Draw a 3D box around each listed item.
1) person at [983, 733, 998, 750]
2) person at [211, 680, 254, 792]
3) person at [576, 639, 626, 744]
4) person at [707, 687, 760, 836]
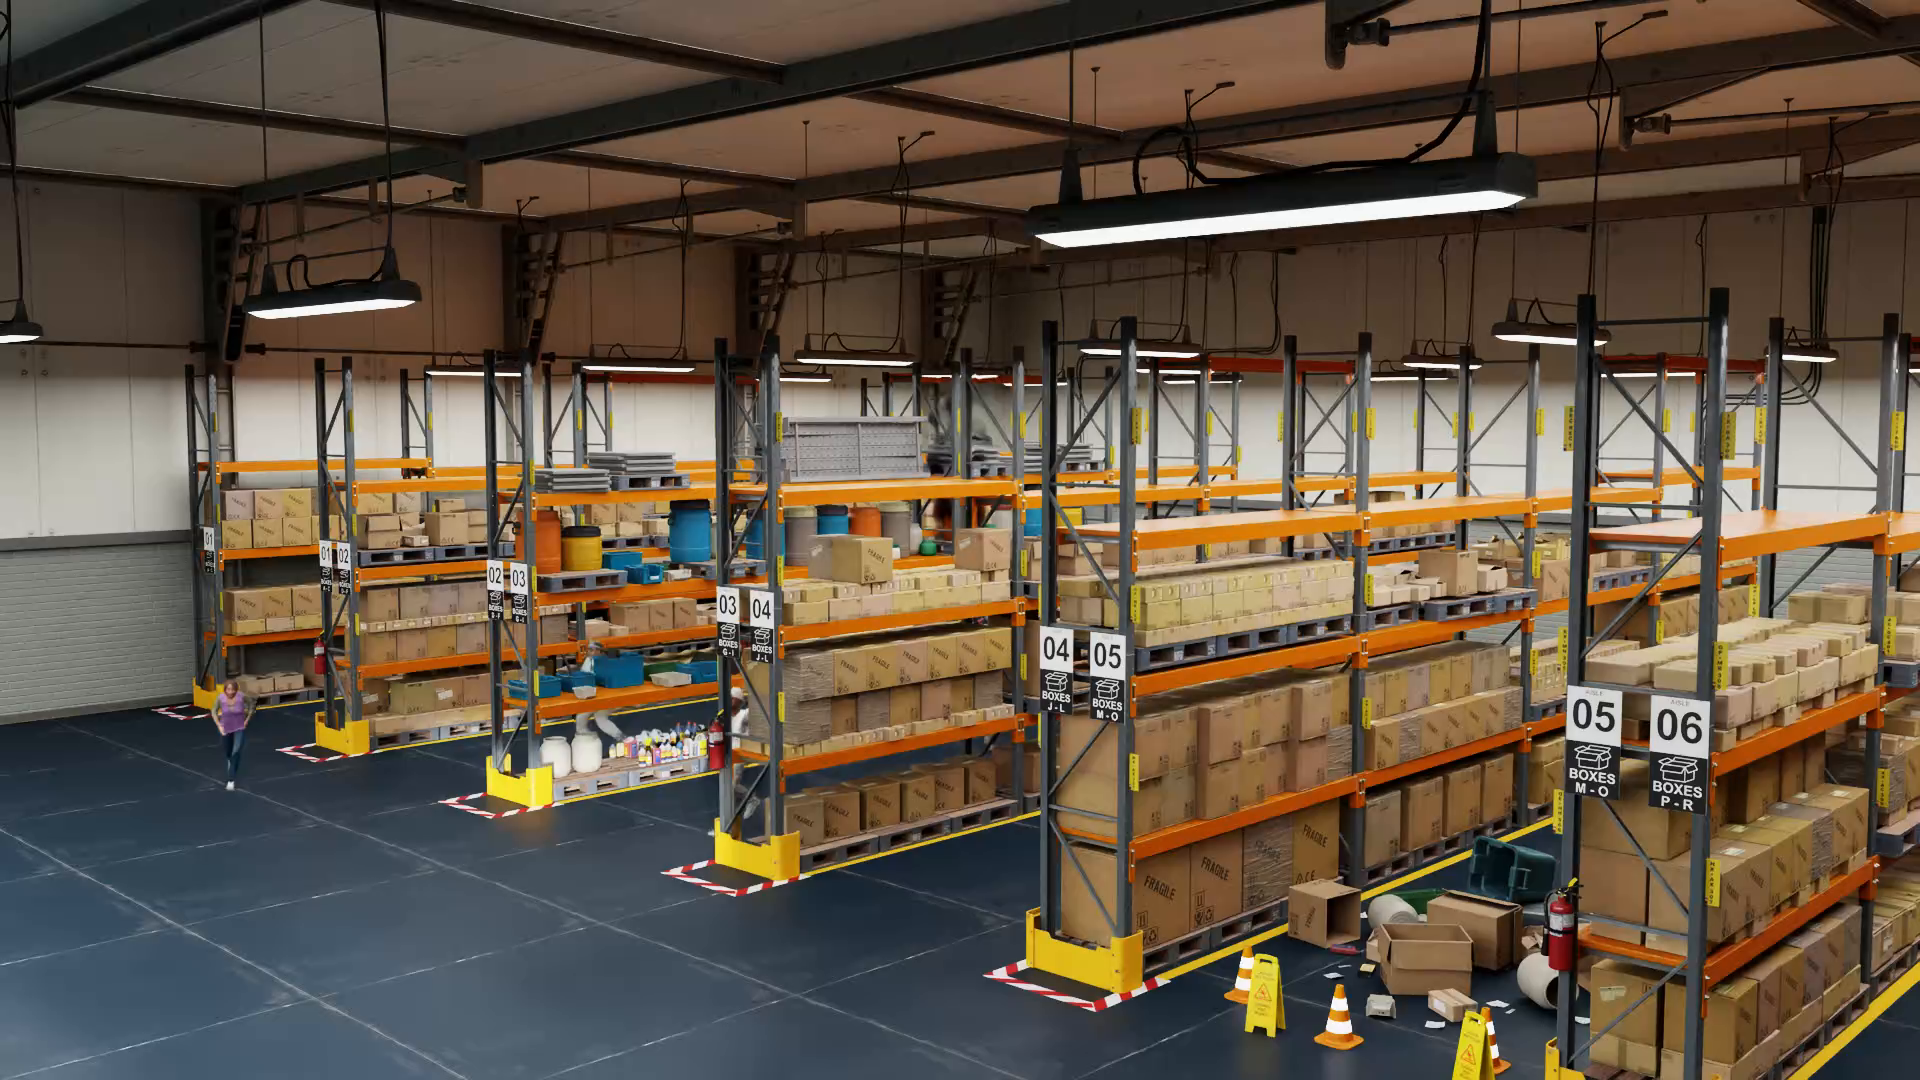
[{"bbox_3d":[0.402,2.407,25.330,0.550,1.621,0.565,2,5,29],"label":"person"},{"bbox_3d":[-10.082,2.655,23.062,0.552,1.550,0.876,-2,5,-26],"label":"person"},{"bbox_3d":[-5.468,2.360,24.837,0.663,1.755,0.969,3,5,37],"label":"person"},{"bbox_3d":[-2.780,2.689,20.482,0.694,1.759,0.979,4,6,39],"label":"person"}]
